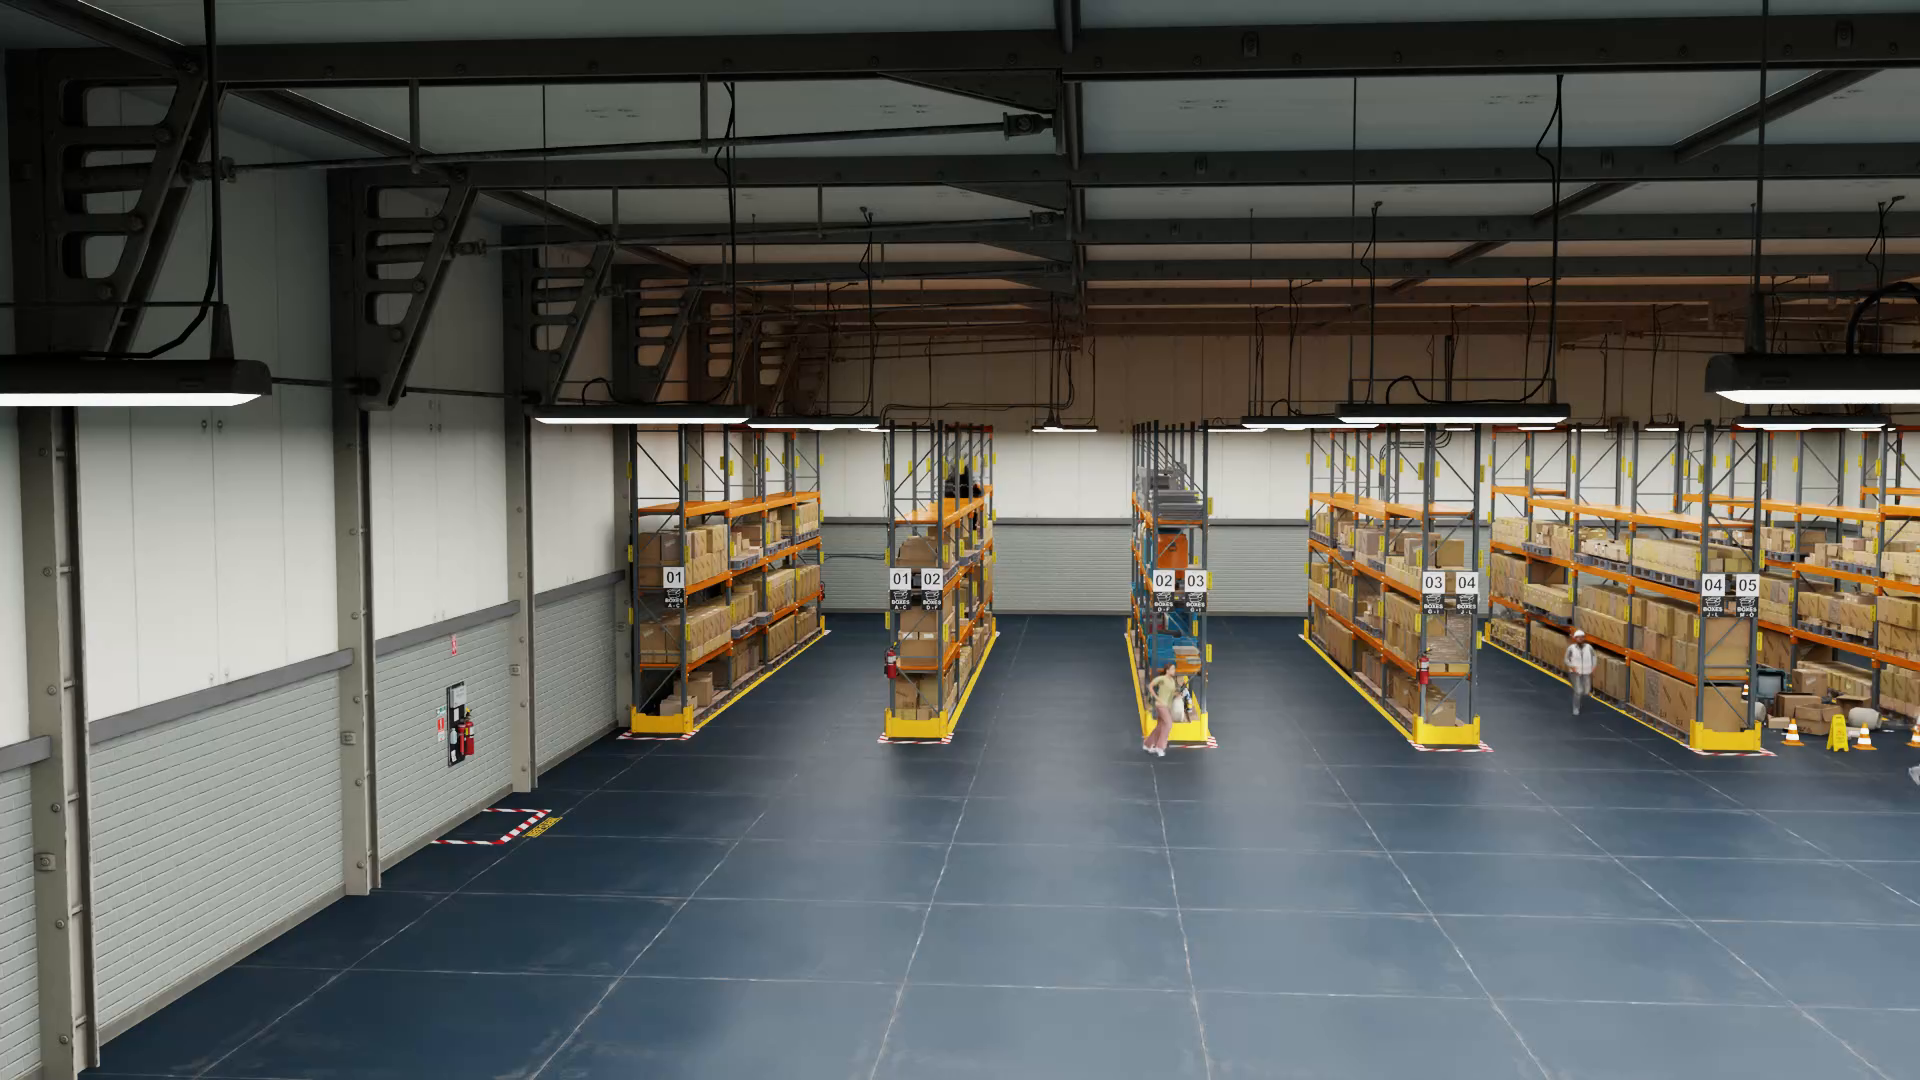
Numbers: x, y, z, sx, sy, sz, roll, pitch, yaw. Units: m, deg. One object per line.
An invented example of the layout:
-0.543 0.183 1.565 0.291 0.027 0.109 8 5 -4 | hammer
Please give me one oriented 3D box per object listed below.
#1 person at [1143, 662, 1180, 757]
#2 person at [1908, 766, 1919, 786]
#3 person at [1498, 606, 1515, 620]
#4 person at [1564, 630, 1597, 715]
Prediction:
3.642 3.043 29.911 0.638 1.676 0.669 2 4 34 | person
15.473 3.221 26.498 0.395 1.687 0.647 -2 4 -33 | person
15.713 1.894 47.541 0.668 1.699 0.672 3 5 39 | person
12.708 2.710 34.050 0.679 1.735 0.646 0 4 7 | person
